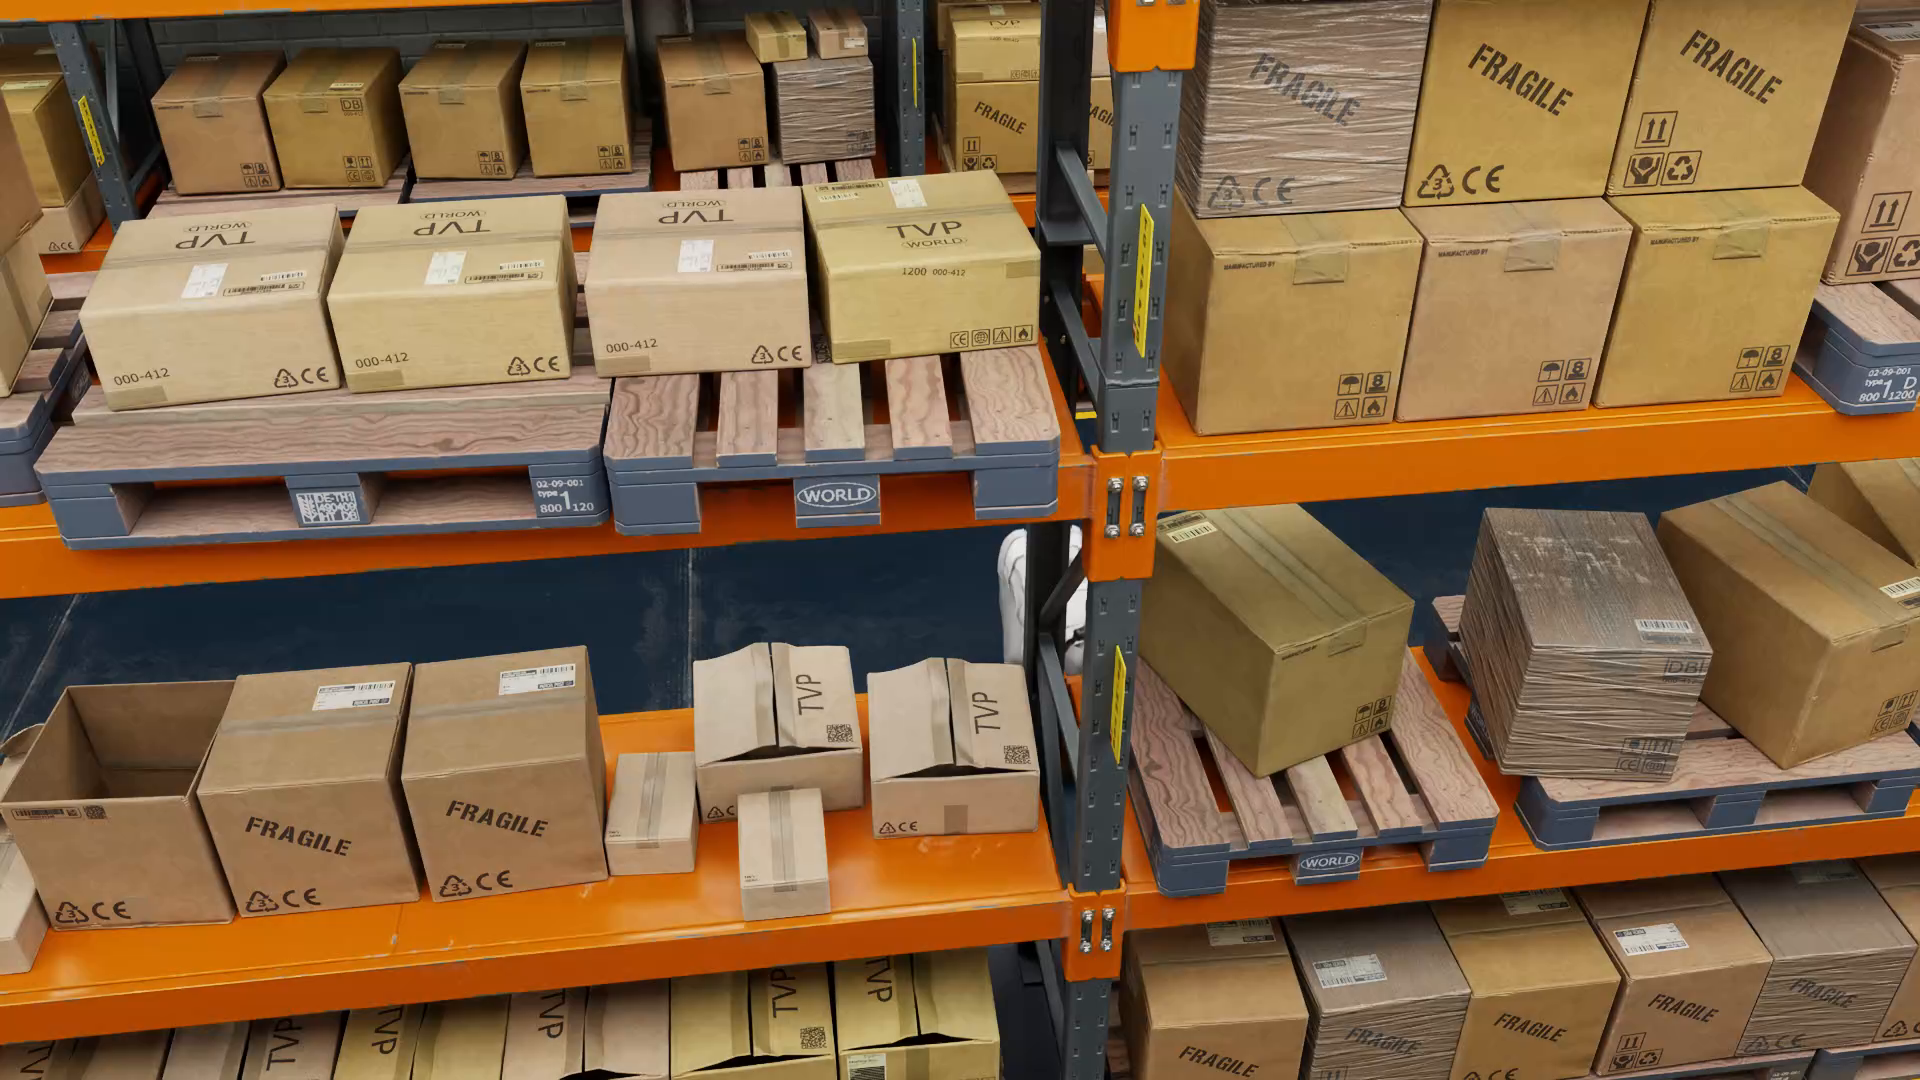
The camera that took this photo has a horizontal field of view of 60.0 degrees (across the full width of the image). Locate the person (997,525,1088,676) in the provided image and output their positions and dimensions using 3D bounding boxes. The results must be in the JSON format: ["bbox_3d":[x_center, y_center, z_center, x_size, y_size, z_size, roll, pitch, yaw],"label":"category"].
[{"bbox_3d":[0.444,0.449,7.251,0.523,0.833,0.942,-6,35,-8],"label":"person"}]
